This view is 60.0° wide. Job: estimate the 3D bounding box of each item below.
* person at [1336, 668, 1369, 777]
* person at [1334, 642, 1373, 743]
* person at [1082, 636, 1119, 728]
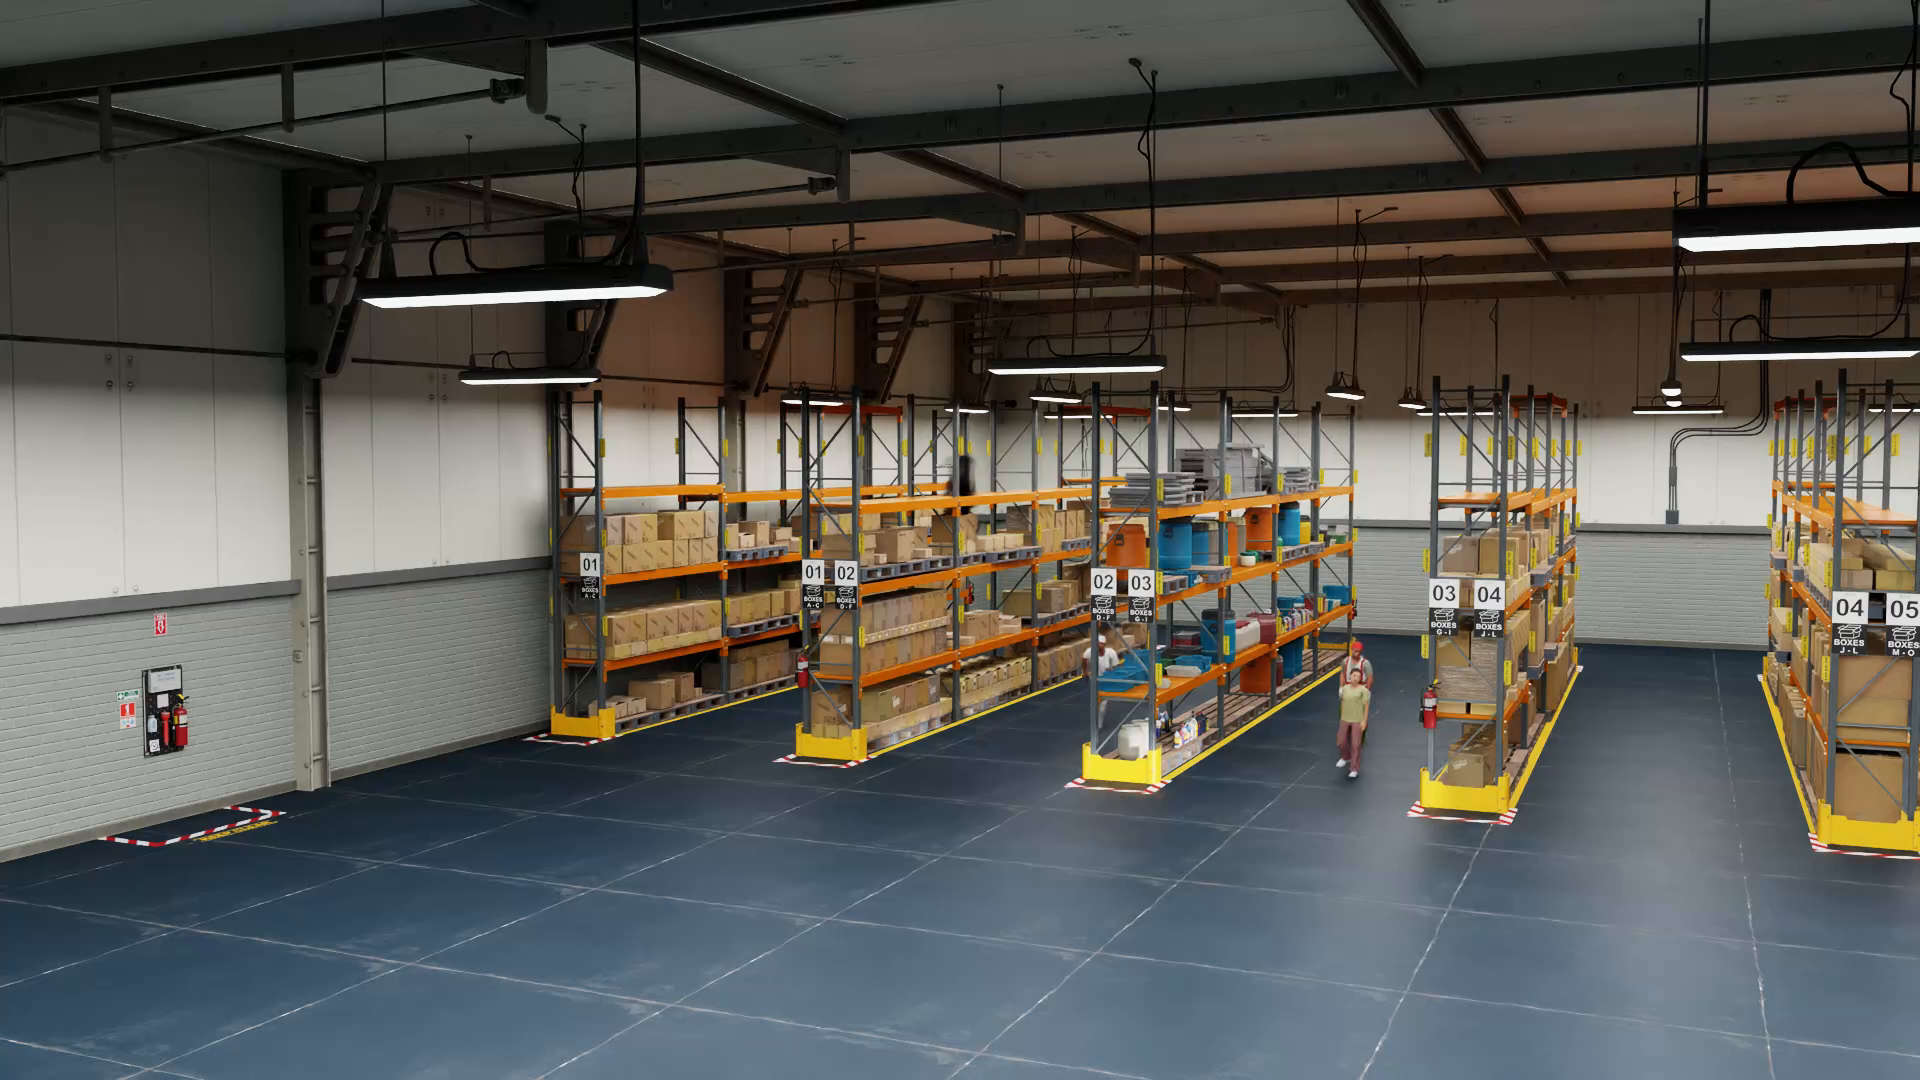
[{"bbox_3d":[5.991,2.761,25.360,0.572,1.665,0.523,2,4,33],"label":"person"},{"bbox_3d":[6.671,2.577,28.278,0.788,1.727,0.655,2,4,36],"label":"person"},{"bbox_3d":[2.497,2.527,29.632,0.665,1.687,0.713,0,3,6],"label":"person"}]
